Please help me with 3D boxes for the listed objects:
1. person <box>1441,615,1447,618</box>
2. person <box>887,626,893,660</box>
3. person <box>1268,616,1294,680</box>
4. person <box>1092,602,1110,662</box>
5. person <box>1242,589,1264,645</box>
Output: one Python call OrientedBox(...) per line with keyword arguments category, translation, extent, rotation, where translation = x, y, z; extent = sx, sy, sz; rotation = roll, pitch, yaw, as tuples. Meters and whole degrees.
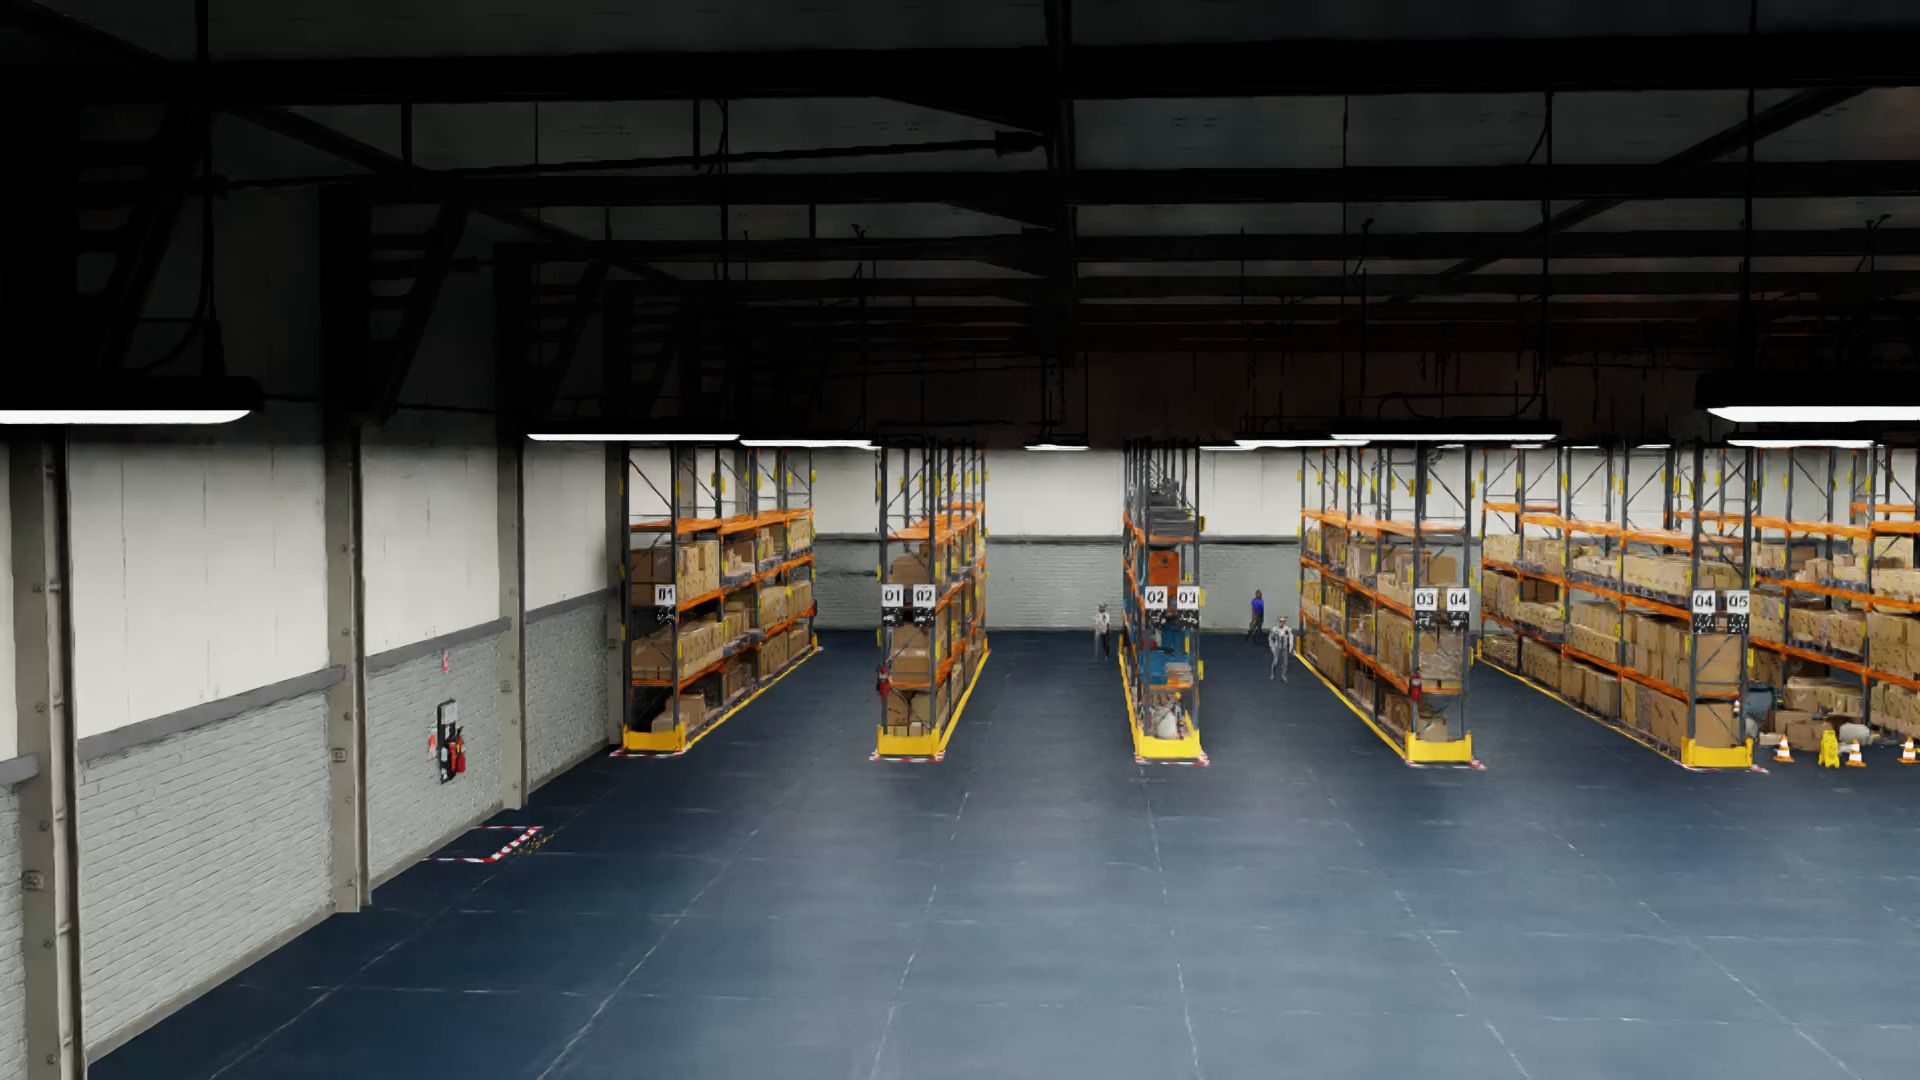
OrientedBox(category="person", translation=(14.106, 2.326, 48.264), extent=(0.444, 1.604, 1.018), rotation=(1, 3, 13))
OrientedBox(category="person", translation=(-1.897, 2.480, 45.466), extent=(0.446, 1.590, 1.110), rotation=(0, 3, 6))
OrientedBox(category="person", translation=(8.025, 2.691, 41.583), extent=(0.639, 1.632, 0.512), rotation=(0, 3, 2))
OrientedBox(category="person", translation=(3.859, 2.482, 45.138), extent=(0.443, 1.623, 1.000), rotation=(1, 3, 13))
OrientedBox(category="person", translation=(8.671, 2.271, 49.190), extent=(0.652, 1.652, 0.490), rotation=(-2, 4, -37))
